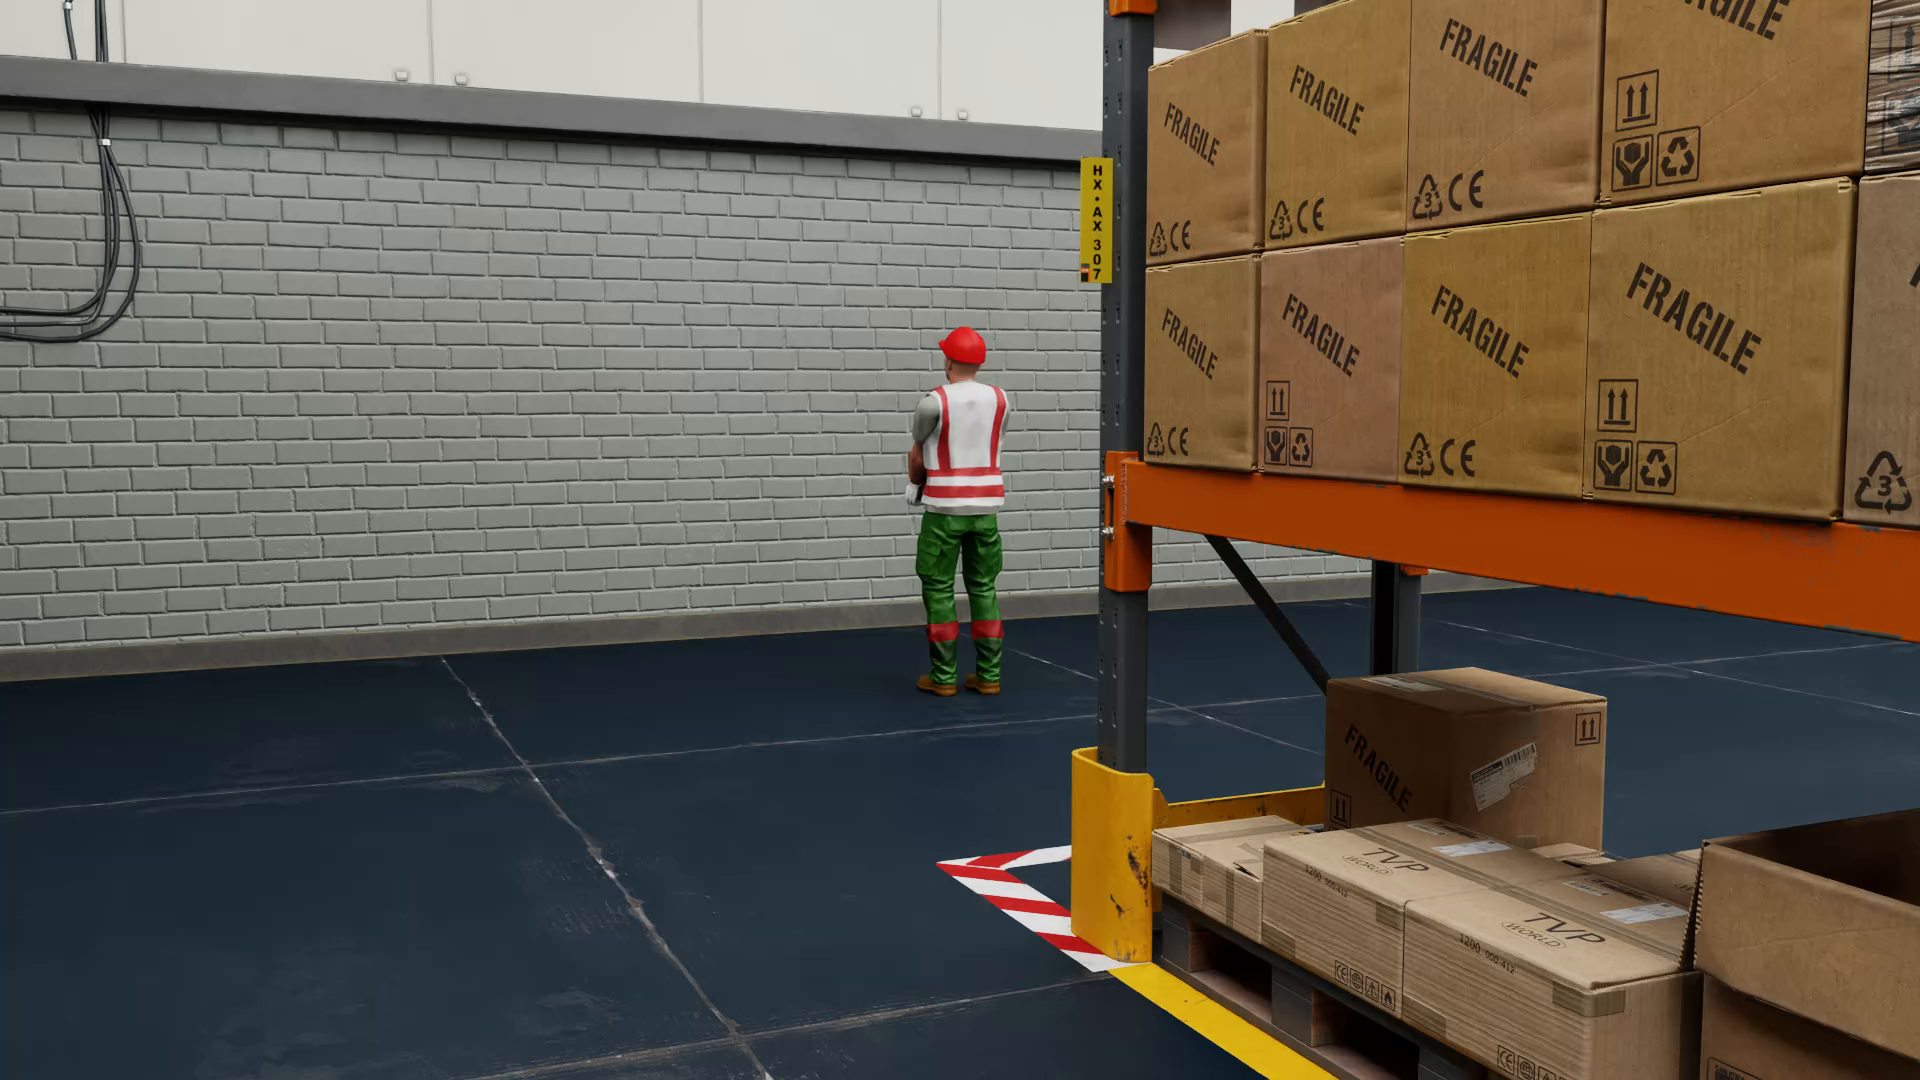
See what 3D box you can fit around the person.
[{"bbox_3d":[-0.040,-0.142,8.136,0.493,1.781,0.572,-2,6,-23],"label":"person"}]
